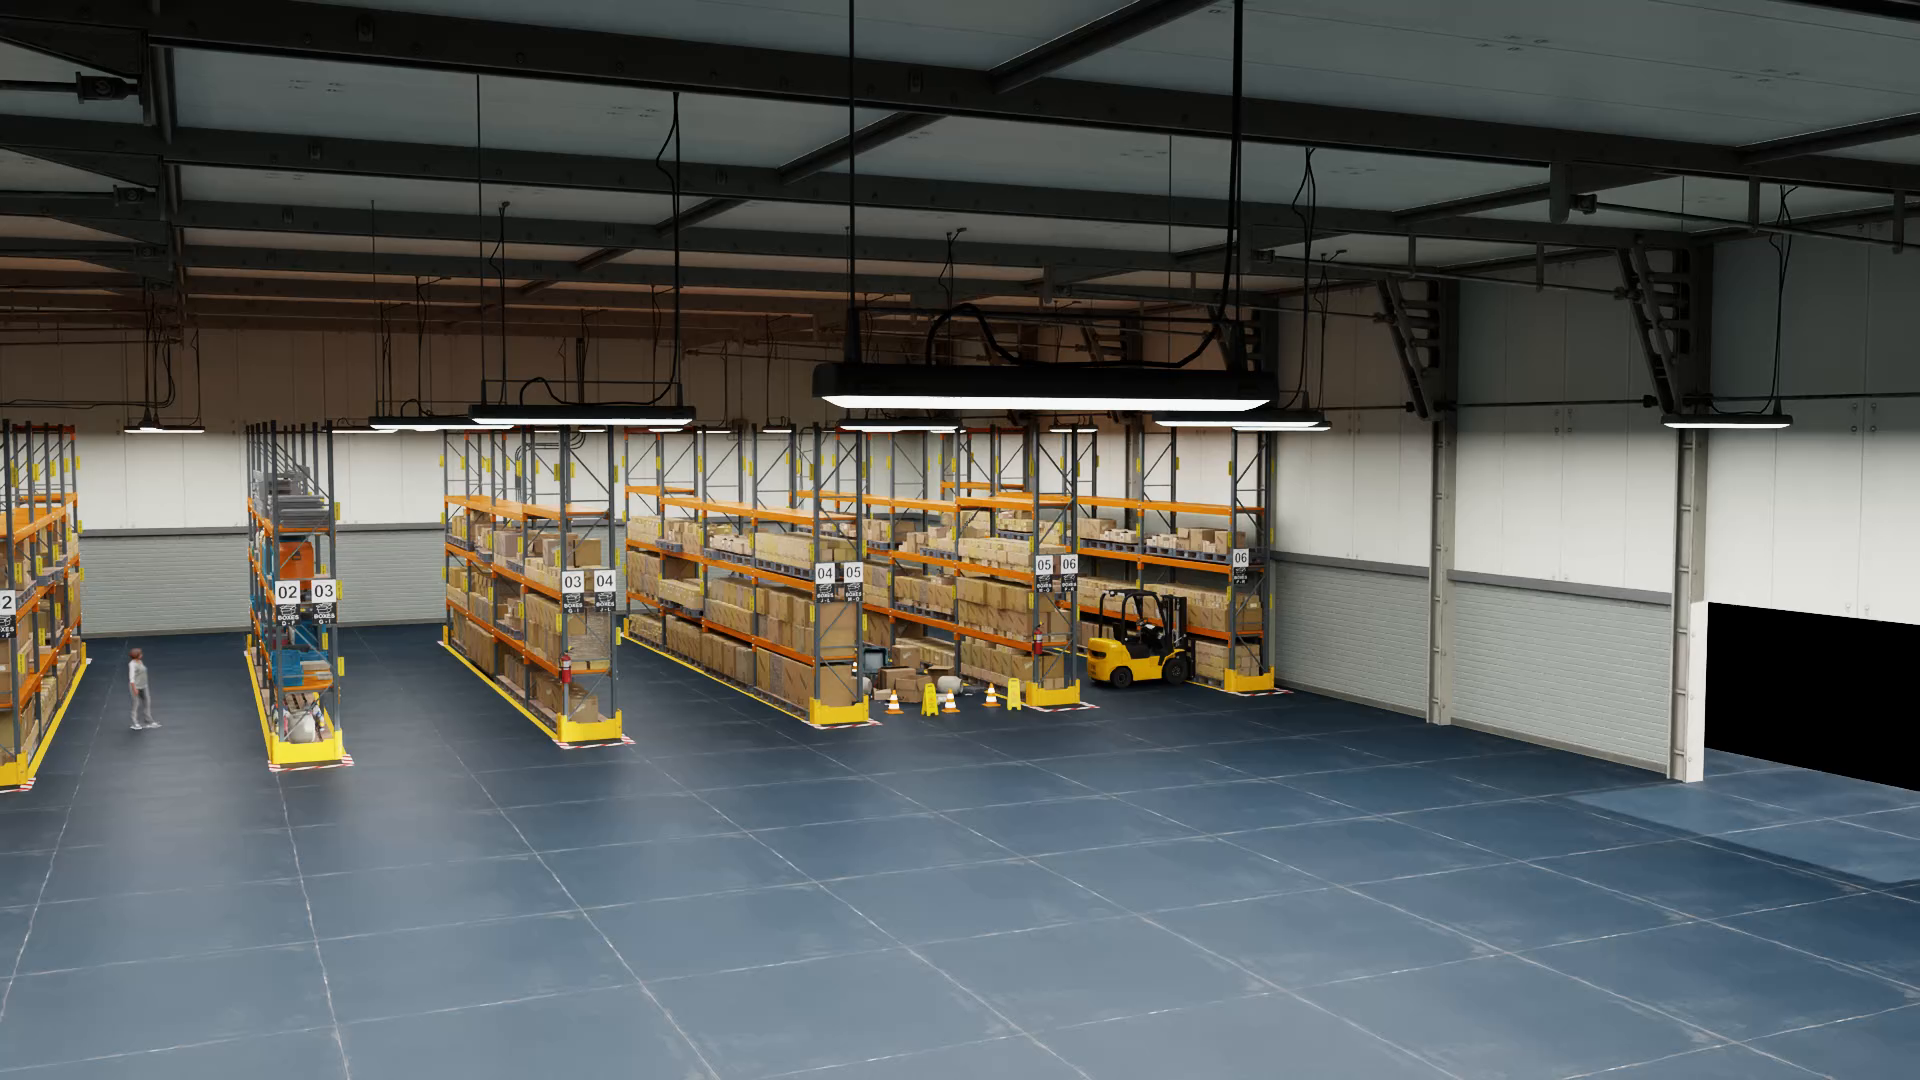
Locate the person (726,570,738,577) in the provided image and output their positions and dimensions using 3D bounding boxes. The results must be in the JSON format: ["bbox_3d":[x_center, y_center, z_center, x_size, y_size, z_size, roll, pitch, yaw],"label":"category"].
[{"bbox_3d":[-7.120,1.686,51.516,0.575,1.697,0.408,-3,5,-42],"label":"person"}]

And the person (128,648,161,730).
[{"bbox_3d":[-15.973,2.900,32.443,0.530,1.596,0.462,1,4,17],"label":"person"}]
